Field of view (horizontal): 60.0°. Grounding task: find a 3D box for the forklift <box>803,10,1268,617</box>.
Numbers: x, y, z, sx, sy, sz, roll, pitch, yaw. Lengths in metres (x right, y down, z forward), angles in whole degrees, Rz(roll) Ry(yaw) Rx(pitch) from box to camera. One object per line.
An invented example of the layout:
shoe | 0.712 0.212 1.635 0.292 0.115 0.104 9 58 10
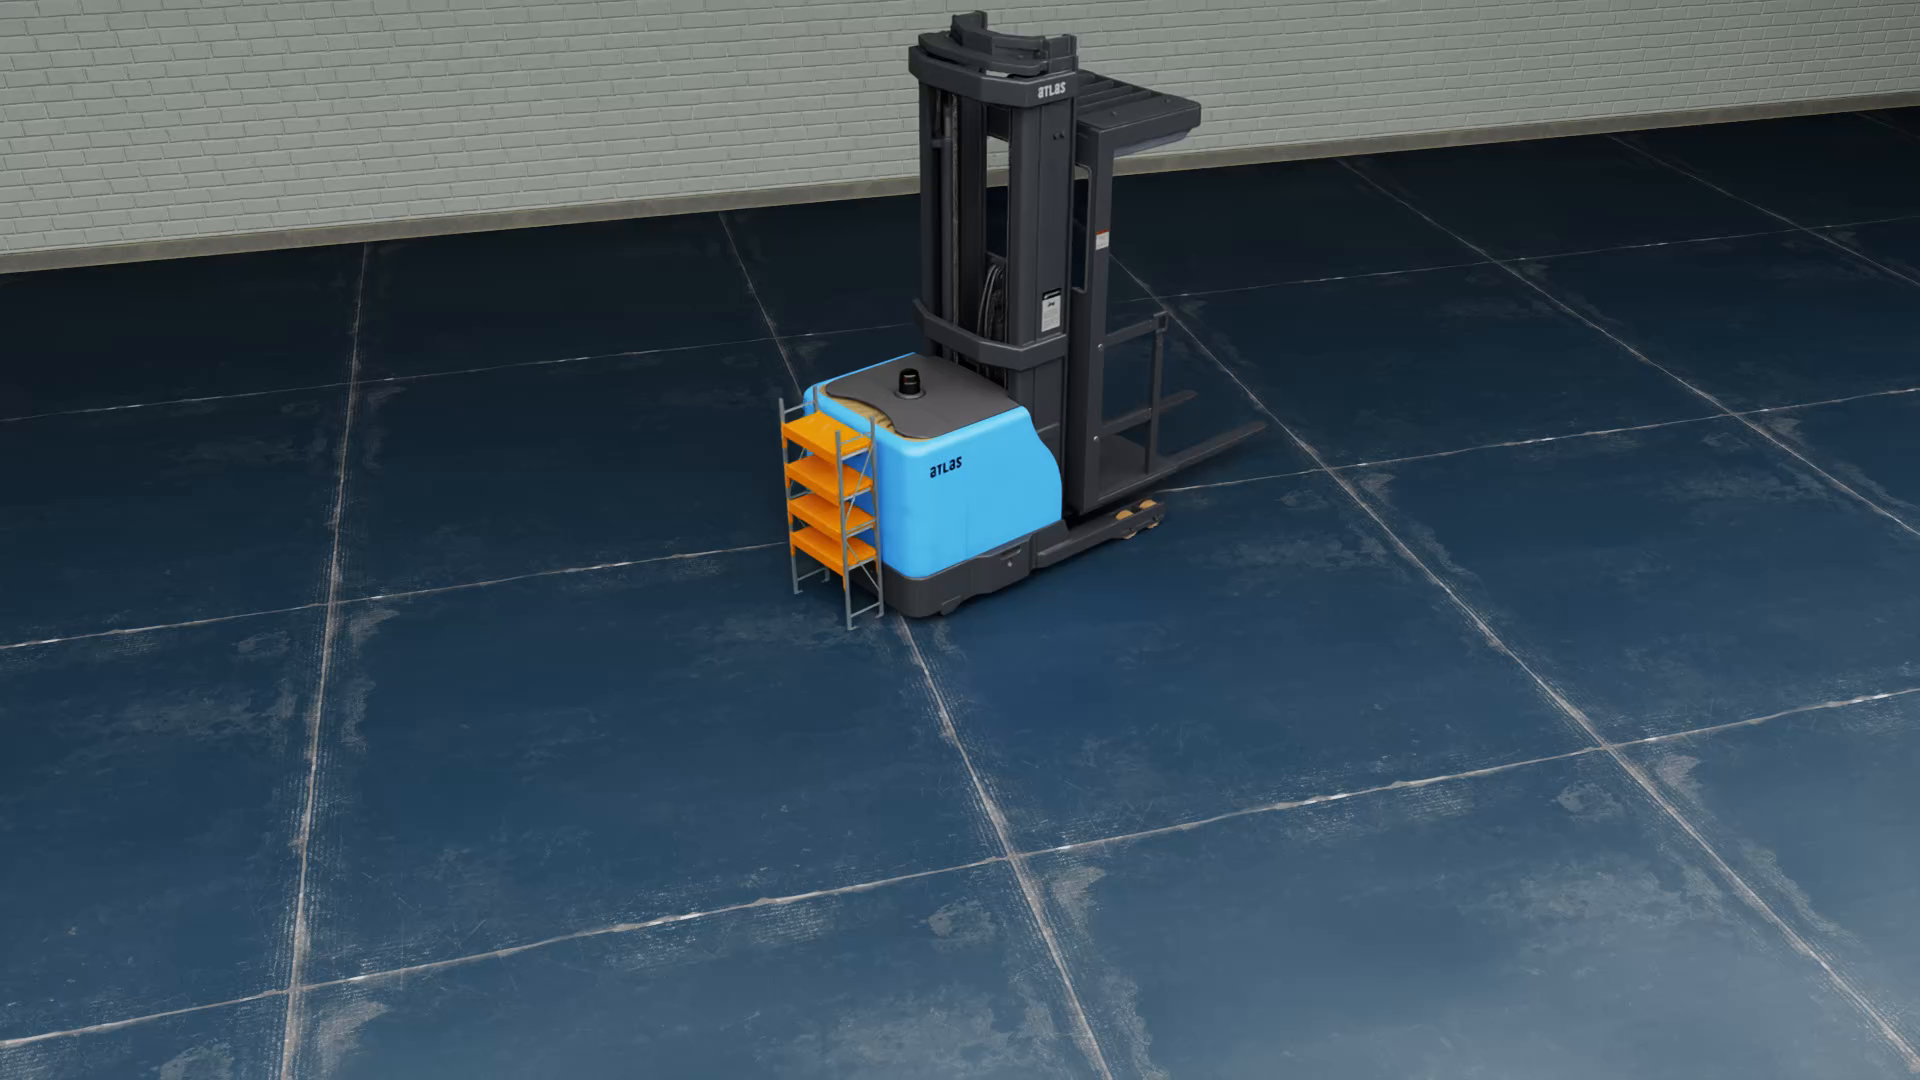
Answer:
forklift | 0.588 -1.457 9.341 3.031 2.935 1.130 -23 37 -34

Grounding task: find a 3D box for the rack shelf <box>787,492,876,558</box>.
rack shelf | -0.676 -0.105 8.862 0.258 0.148 0.480 -24 38 -34

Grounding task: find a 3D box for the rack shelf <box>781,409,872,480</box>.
rack shelf | -0.684 -0.500 8.627 0.258 0.148 0.480 -24 38 -34

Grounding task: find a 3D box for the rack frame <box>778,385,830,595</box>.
rack frame | -0.837 -0.256 8.988 0.240 1.200 0.015 -24 38 -34

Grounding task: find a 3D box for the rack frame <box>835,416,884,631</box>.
rack frame | -0.518 -0.070 8.668 0.240 1.200 0.015 -24 38 -34

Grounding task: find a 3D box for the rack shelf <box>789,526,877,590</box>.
rack shelf | -0.673 0.065 8.964 0.258 0.148 0.480 -24 38 -34

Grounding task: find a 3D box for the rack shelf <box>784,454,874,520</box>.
rack shelf | -0.680 -0.297 8.748 0.258 0.148 0.480 -24 38 -34

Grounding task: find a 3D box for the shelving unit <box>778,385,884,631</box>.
shelving unit | -0.677 -0.163 8.828 0.258 1.200 0.503 -24 38 -34
